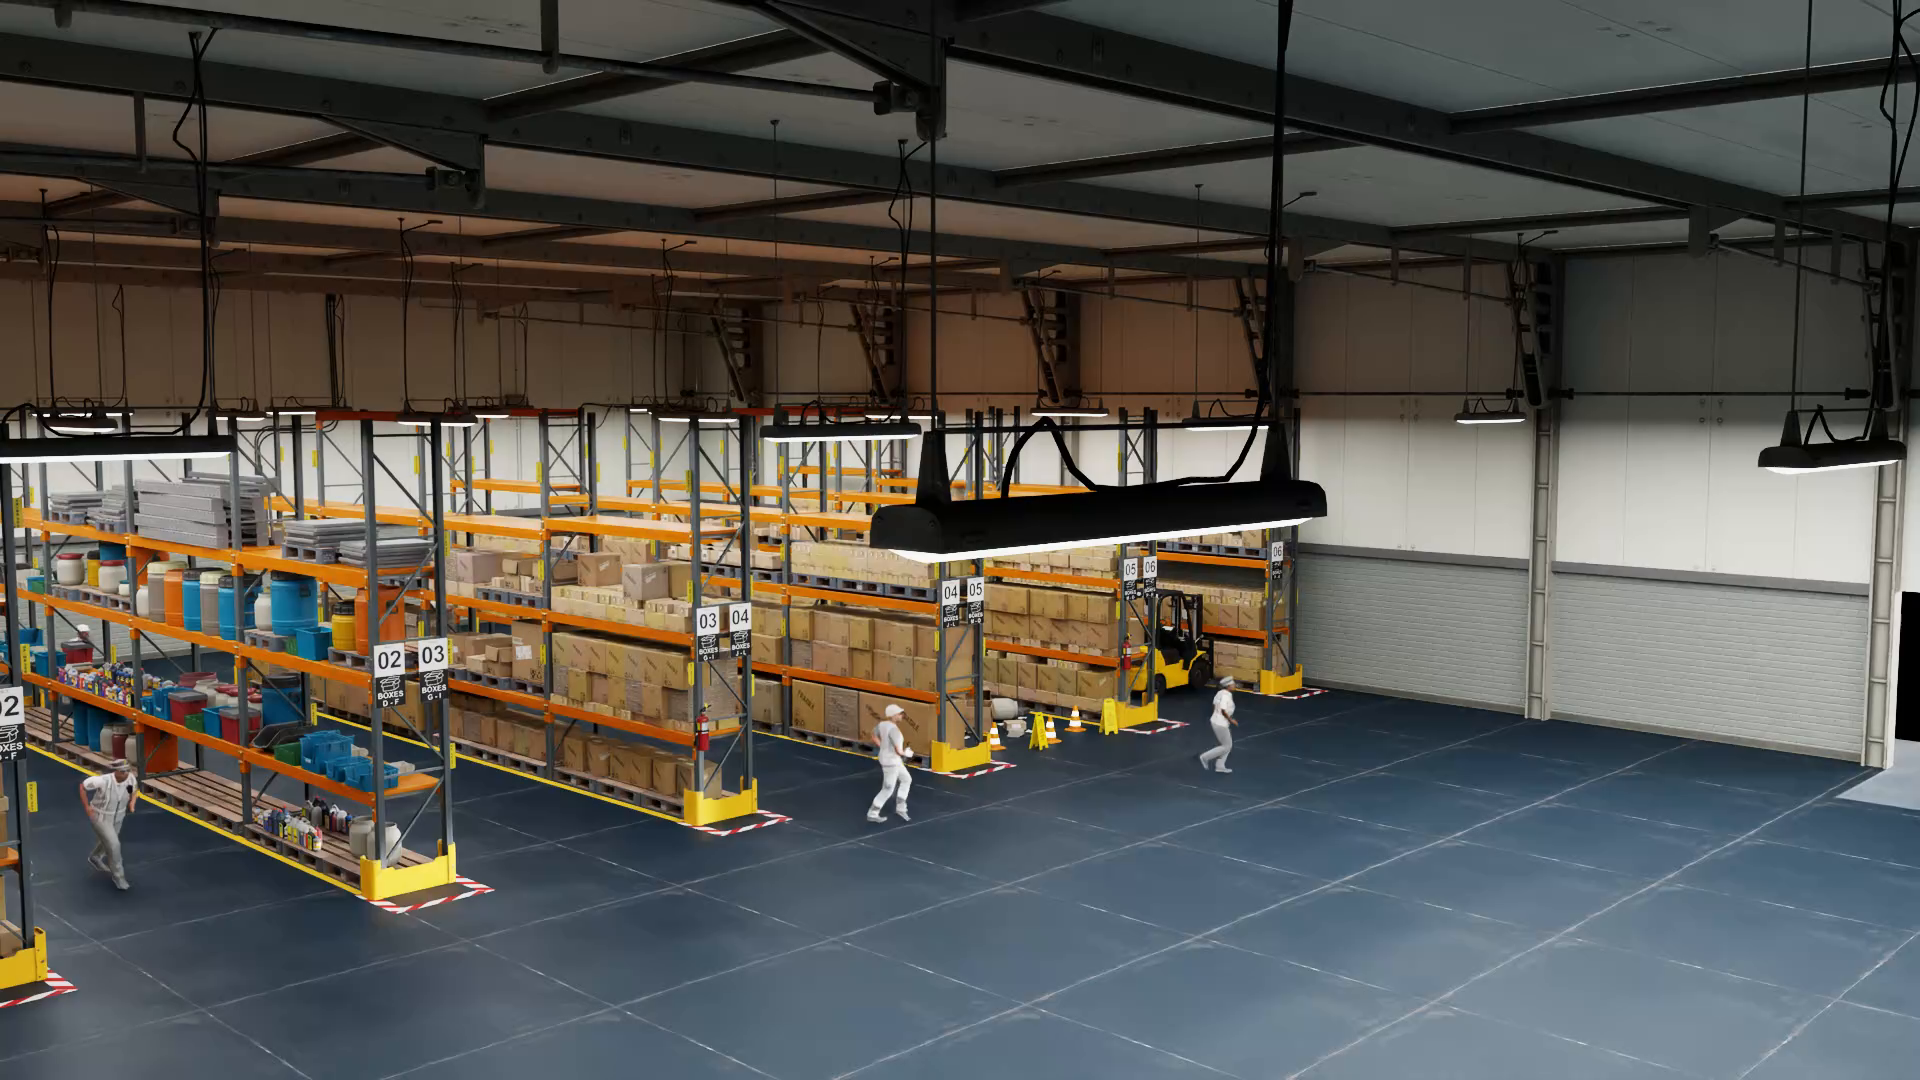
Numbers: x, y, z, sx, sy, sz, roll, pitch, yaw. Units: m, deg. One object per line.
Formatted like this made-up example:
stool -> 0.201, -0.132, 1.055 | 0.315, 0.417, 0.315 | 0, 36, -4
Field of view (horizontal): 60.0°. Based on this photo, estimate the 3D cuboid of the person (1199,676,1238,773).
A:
person -> 4.297, 3.075, 27.711 | 0.642, 1.641, 0.575 | 0, 5, -3

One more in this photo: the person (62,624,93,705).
person -> -17.764, 2.522, 33.509 | 0.711, 1.675, 0.643 | 2, 6, 25

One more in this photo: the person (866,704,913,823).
person -> -1.019, 3.297, 24.313 | 0.703, 1.813, 0.653 | -1, 5, -14

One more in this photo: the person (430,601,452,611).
person -> -12.545, 1.910, 40.099 | 0.683, 1.810, 0.711 | 1, 5, 12

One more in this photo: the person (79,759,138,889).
person -> -11.033, 3.633, 21.473 | 1.013, 1.730, 0.712 | 4, 6, 36
